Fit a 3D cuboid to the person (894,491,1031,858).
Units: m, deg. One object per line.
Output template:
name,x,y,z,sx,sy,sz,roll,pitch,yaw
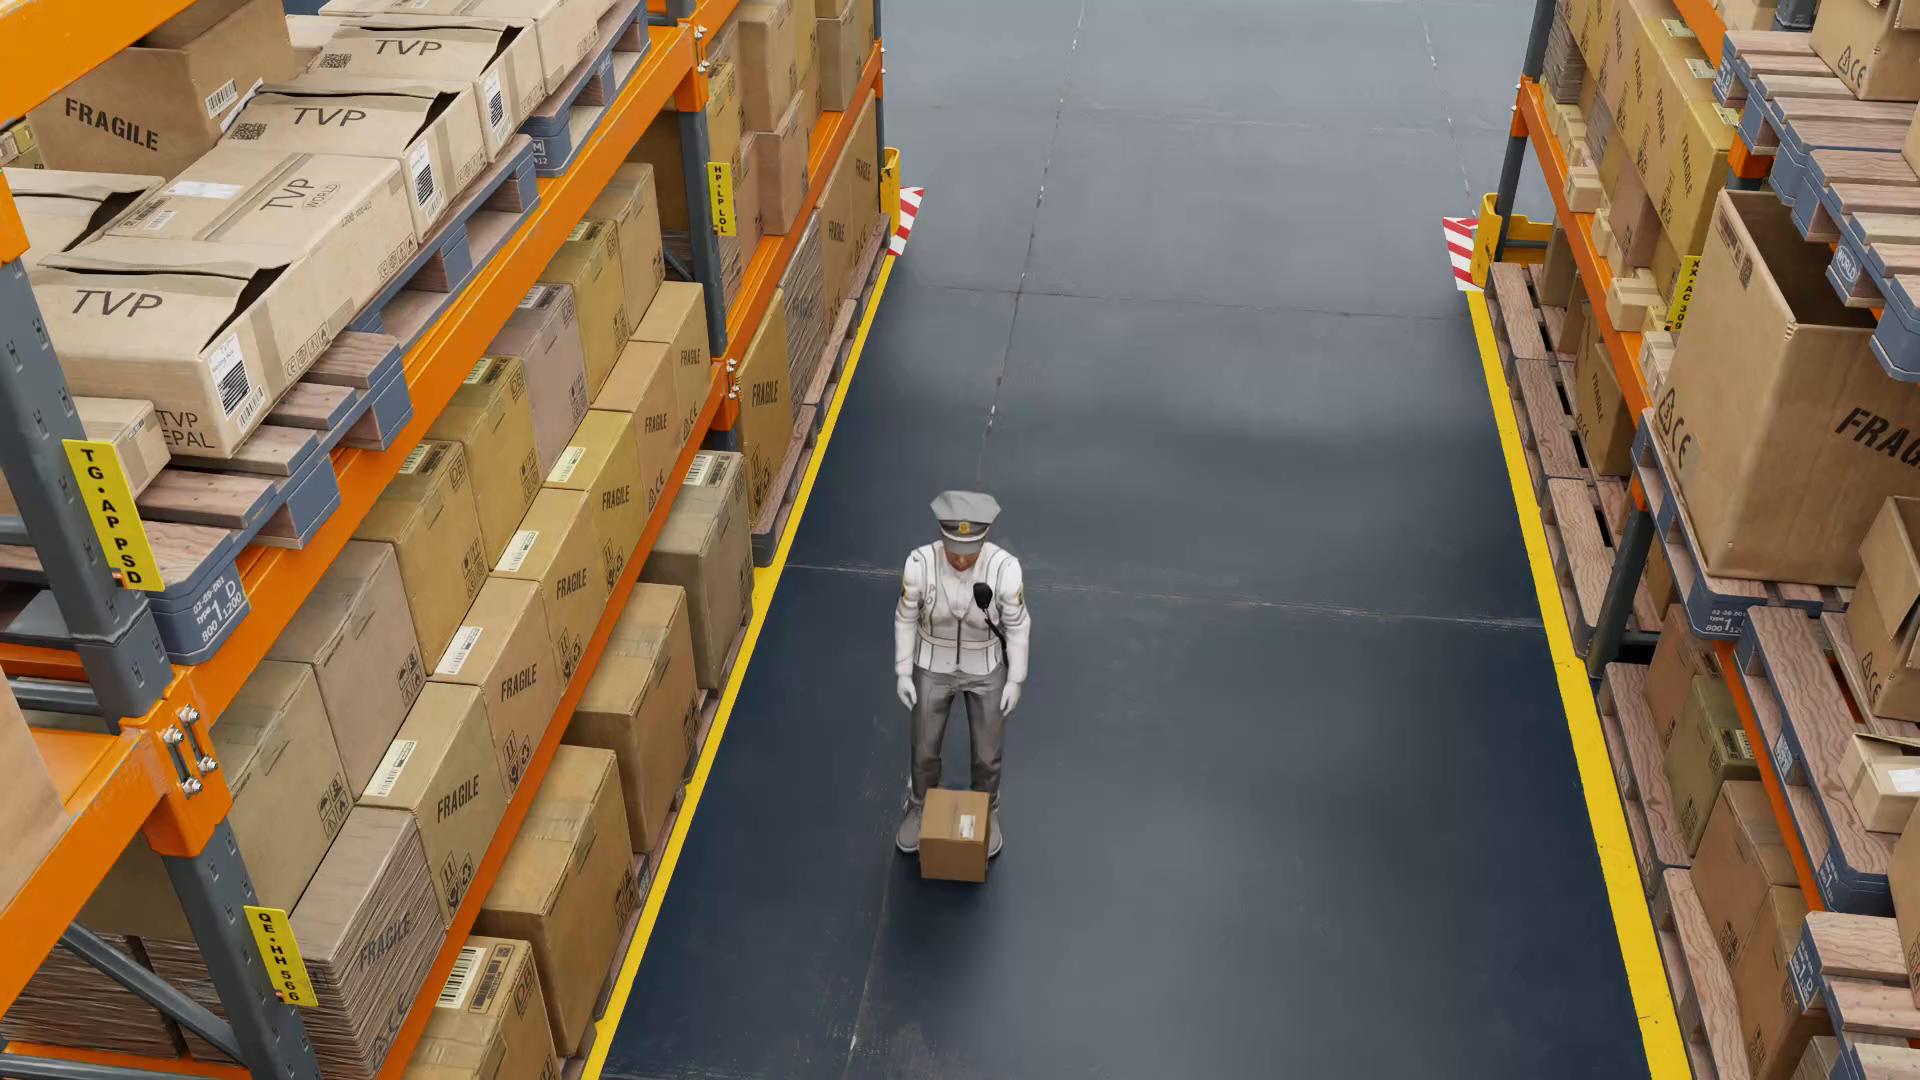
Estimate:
person,0.005,0.507,6.344,0.513,1.665,0.360,3,36,4
